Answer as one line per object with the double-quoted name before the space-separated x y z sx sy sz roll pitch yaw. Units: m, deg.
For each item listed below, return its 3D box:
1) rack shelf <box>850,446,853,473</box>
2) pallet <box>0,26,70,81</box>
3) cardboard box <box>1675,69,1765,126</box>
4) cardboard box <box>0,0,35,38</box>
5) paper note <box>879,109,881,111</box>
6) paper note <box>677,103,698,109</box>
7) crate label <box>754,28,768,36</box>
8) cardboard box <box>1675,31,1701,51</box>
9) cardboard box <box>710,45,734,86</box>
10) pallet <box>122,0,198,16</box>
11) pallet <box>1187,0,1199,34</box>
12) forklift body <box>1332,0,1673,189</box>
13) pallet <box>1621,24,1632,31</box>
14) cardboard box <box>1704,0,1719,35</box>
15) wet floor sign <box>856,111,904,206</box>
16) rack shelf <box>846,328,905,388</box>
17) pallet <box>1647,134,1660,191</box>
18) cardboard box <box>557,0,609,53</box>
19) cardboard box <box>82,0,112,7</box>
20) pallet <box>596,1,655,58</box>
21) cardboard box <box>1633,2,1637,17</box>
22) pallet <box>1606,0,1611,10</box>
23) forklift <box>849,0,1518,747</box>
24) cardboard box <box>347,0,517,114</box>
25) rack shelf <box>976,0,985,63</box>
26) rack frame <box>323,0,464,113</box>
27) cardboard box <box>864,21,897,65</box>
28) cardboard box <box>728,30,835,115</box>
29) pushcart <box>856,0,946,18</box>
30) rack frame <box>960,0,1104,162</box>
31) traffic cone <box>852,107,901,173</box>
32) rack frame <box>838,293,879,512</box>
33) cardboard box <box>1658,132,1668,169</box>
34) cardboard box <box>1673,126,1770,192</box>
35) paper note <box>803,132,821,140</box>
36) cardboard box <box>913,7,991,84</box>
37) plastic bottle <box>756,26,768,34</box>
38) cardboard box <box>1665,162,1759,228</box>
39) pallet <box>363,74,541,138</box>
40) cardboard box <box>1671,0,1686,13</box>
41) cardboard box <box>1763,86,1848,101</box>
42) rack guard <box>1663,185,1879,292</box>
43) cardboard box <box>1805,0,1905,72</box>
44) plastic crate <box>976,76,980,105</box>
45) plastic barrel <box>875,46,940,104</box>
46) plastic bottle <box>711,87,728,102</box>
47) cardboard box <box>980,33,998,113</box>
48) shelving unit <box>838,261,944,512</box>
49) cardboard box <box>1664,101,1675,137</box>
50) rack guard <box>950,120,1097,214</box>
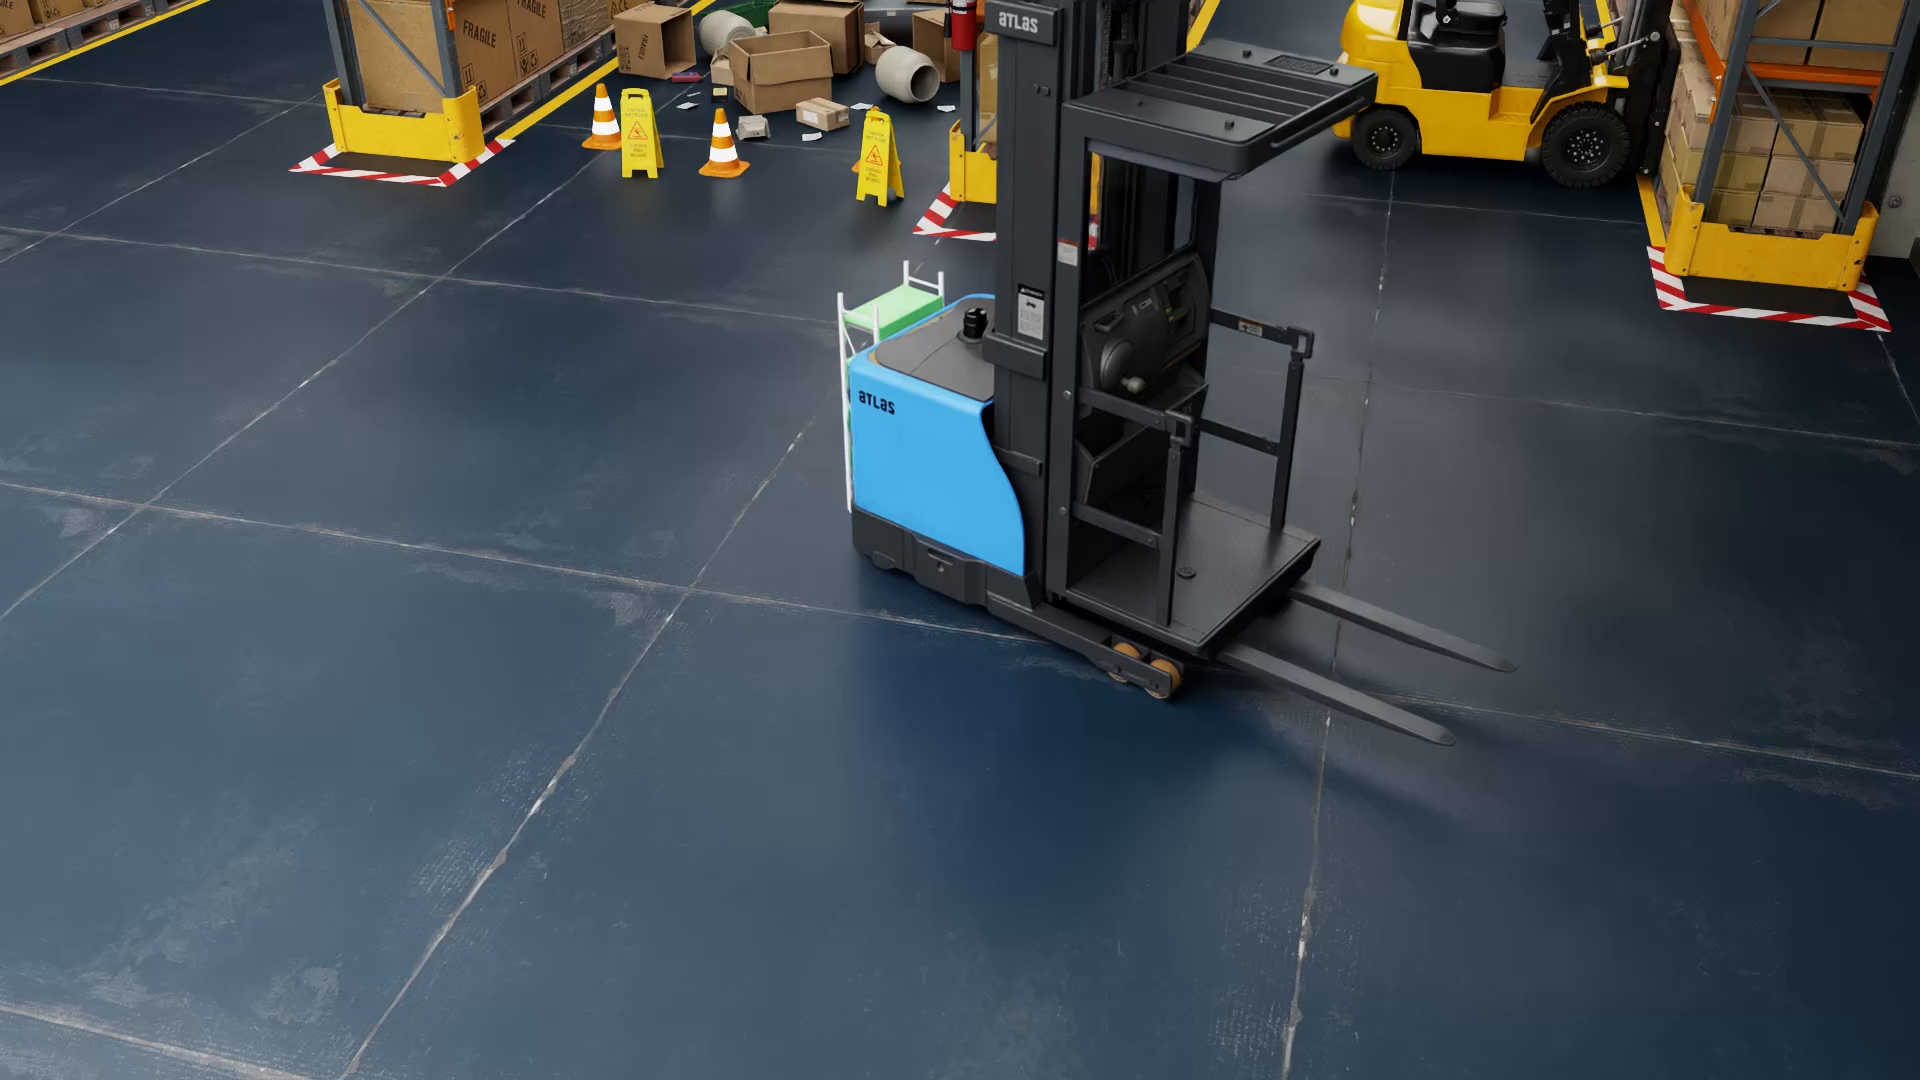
"rack shelf" -0.323 -0.464 8.426 0.258 0.148 0.480 22 39 31
"pallet" -8.825 -4.353 14.901 1.003 0.211 1.213 8 33 12
"cardboard box" 5.242 -3.037 11.470 0.500 0.250 0.500 9 33 13
"cardboard box" -8.792 -4.833 14.995 0.500 0.500 0.500 17 36 25
"paper note" -0.693 -3.574 13.862 0.032 0.001 0.123 8 33 12
"paper note" -2.284 -3.653 13.970 0.144 0.017 0.142 20 38 29
"crate label" -1.918 -4.649 15.435 0.298 0.136 0.250 -14 35 -21
"cardboard box" 5.496 -3.562 12.296 0.500 0.250 0.500 7 33 11
"cardboard box" -1.953 -4.125 14.492 0.396 0.266 0.258 14 35 21
"pallet" -8.206 -5.619 16.893 1.003 0.211 1.213 8 33 12
"pallet" 1.712 -5.028 15.962 1.003 0.211 1.213 8 33 12
"forklift body" 4.019 -3.925 12.419 2.313 2.155 1.214 8 33 12
"pallet" 6.467 -4.337 14.876 1.003 0.211 1.213 8 33 12
"cardboard box" 5.314 -3.652 11.106 0.500 0.500 0.500 9 34 14
"wet floor sign" -0.583 -2.778 12.019 0.267 0.644 0.232 20 38 29
"rack shelf" -0.326 -0.870 8.170 0.258 0.148 0.480 22 39 31
"pallet" 5.768 -2.908 12.627 1.003 0.211 1.213 8 33 12
"cardboard box" -3.750 -4.917 14.778 0.875 0.875 0.875 8 33 13
"cardboard box" -8.430 -5.439 15.948 0.500 0.500 0.500 5 33 8
"pallet" -3.567 -4.861 15.700 1.003 0.211 1.213 8 33 12
"cardboard box" 6.644 -4.975 15.103 0.875 0.625 0.625 8 33 12
"pallet" 7.086 -5.603 16.868 1.003 0.211 1.213 8 33 12
"forklift" 0.951 -0.876 6.897 3.031 2.935 1.130 23 39 31
"cardboard box" -4.205 -3.988 13.316 0.875 0.875 0.875 8 33 13
"rack shelf" 1.008 -4.459 13.138 1.077 0.370 4.000 8 33 12
"rack frame" -4.313 -4.346 12.290 1.000 3.000 0.127 8 33 12
"cardboard box" -0.767 -4.516 15.106 0.258 0.266 0.396 -14 35 -21
"cardboard box" -1.503 -3.927 13.959 0.797 0.503 0.637 -14 35 -21
"pushcart" -0.702 -4.978 15.729 1.648 0.377 0.936 -3 33 -4
"rack frame" 0.500 -3.725 11.313 1.000 3.000 0.127 8 33 12
"traffic cone" -0.638 -3.053 12.621 0.336 0.463 0.334 8 33 12
"rack frame" -0.475 -0.618 8.102 0.240 1.200 0.015 22 39 31
"cardboard box" 5.387 -2.870 12.139 0.500 0.250 0.500 8 33 13
"cardboard box" 5.124 -2.574 11.208 0.500 0.250 0.500 8 33 12
"paper note" -1.185 -3.233 13.307 0.148 0.019 0.142 -3 33 -4
"cardboard box" -0.073 -4.376 14.665 0.500 0.500 0.500 -21 38 -29
"plastic bottle" -1.908 -4.833 15.795 0.133 0.061 0.283 -8 33 -13
"cardboard box" 5.116 -2.354 11.329 0.500 0.250 0.500 8 33 13
"pallet" -4.186 -3.595 13.708 1.003 0.211 1.213 8 33 12
"cardboard box" 5.752 -4.093 13.132 0.500 0.250 0.500 8 33 12
"cardboard box" 5.731 -2.973 11.370 0.500 0.250 0.500 8 33 12
"rack guard" 5.297 -1.983 10.904 1.175 0.500 0.348 8 33 12
"cardboard box" 5.697 -3.312 10.571 0.500 0.500 0.500 9 34 14
"plastic crate" 0.324 -3.865 14.255 0.402 0.080 0.583 -3 33 -4
"plastic barrel" -0.440 -3.915 14.014 0.421 0.421 0.512 -21 38 -29
"plastic bottle" -2.047 -3.804 14.177 0.133 0.061 0.283 -3 33 -4
"cardboard box" 0.452 -3.509 12.447 0.500 0.500 0.500 8 33 13
"shelving unit" -0.325 -0.721 8.264 0.258 1.200 0.503 22 39 31
"cardboard box" 5.372 -3.103 12.041 0.500 0.250 0.500 7 33 11
"rack guard" 0.520 -2.709 12.046 1.175 0.500 0.348 8 33 12
